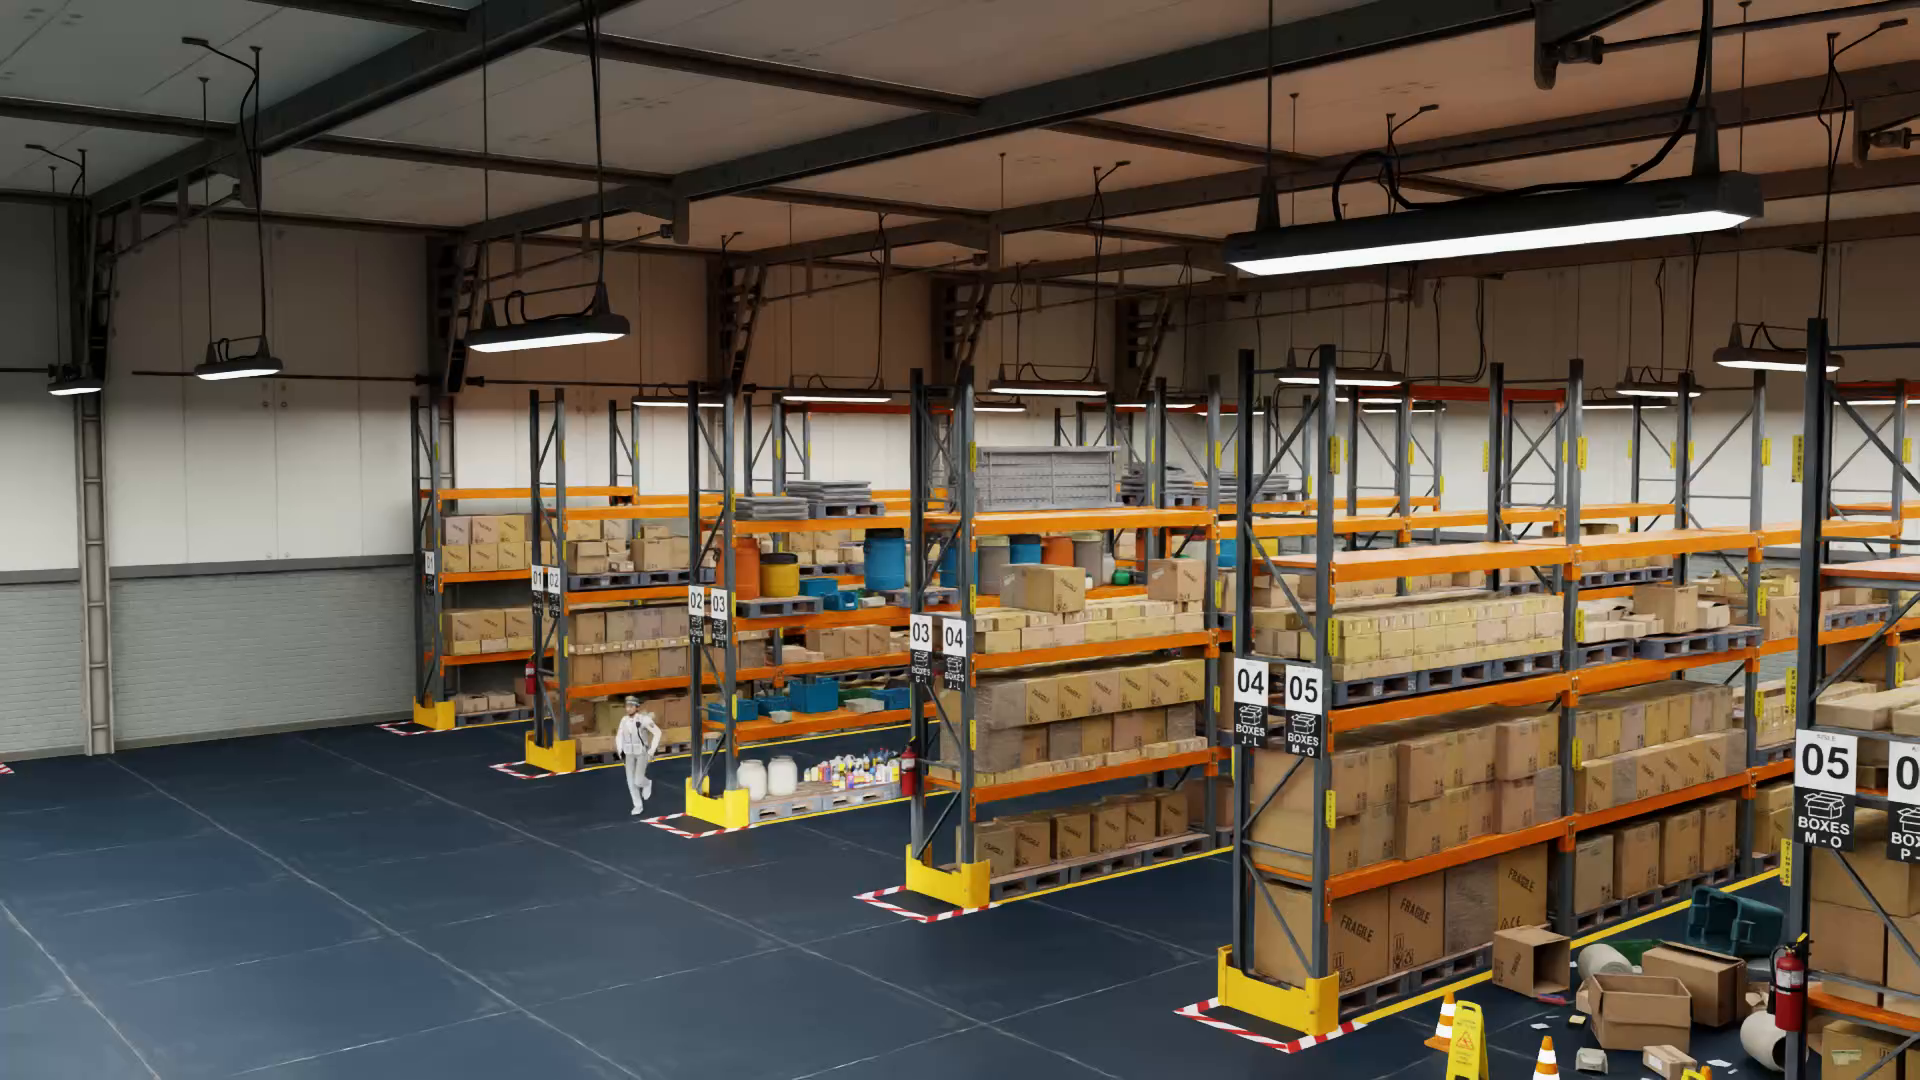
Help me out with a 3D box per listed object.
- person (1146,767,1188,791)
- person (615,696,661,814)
[{"bbox_3d":[2.994,2.892,24.028,0.691,1.774,0.964,3,4,40],"label":"person"},{"bbox_3d":[-4.492,2.980,23.119,0.629,1.660,0.603,1,3,15],"label":"person"}]
